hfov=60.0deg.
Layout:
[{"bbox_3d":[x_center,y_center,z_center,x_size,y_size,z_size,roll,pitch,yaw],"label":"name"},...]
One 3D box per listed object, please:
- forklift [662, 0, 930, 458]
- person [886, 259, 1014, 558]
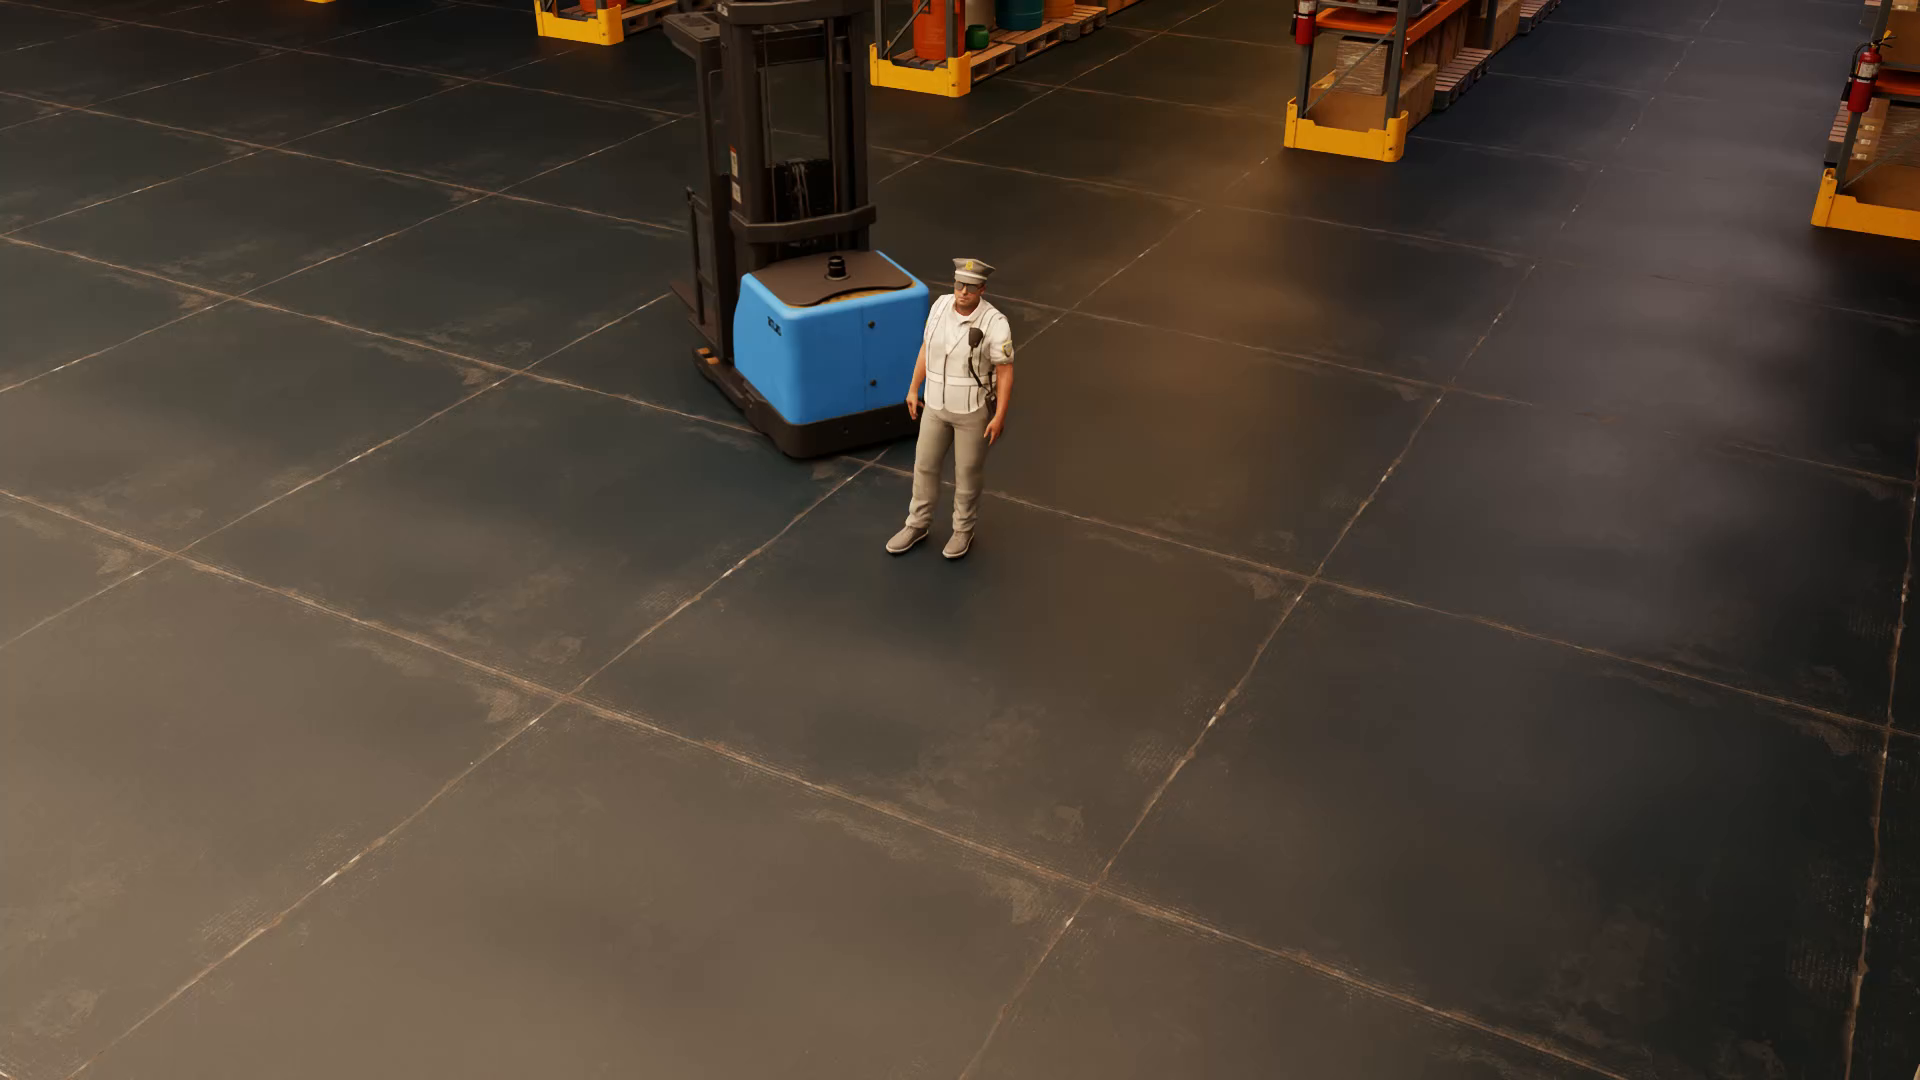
[{"bbox_3d":[-1.301,-2.511,11.421,1.130,2.935,3.031,-14,33,-23],"label":"forklift"},{"bbox_3d":[-0.048,-0.746,9.500,0.641,1.778,0.574,15,33,25],"label":"person"}]
